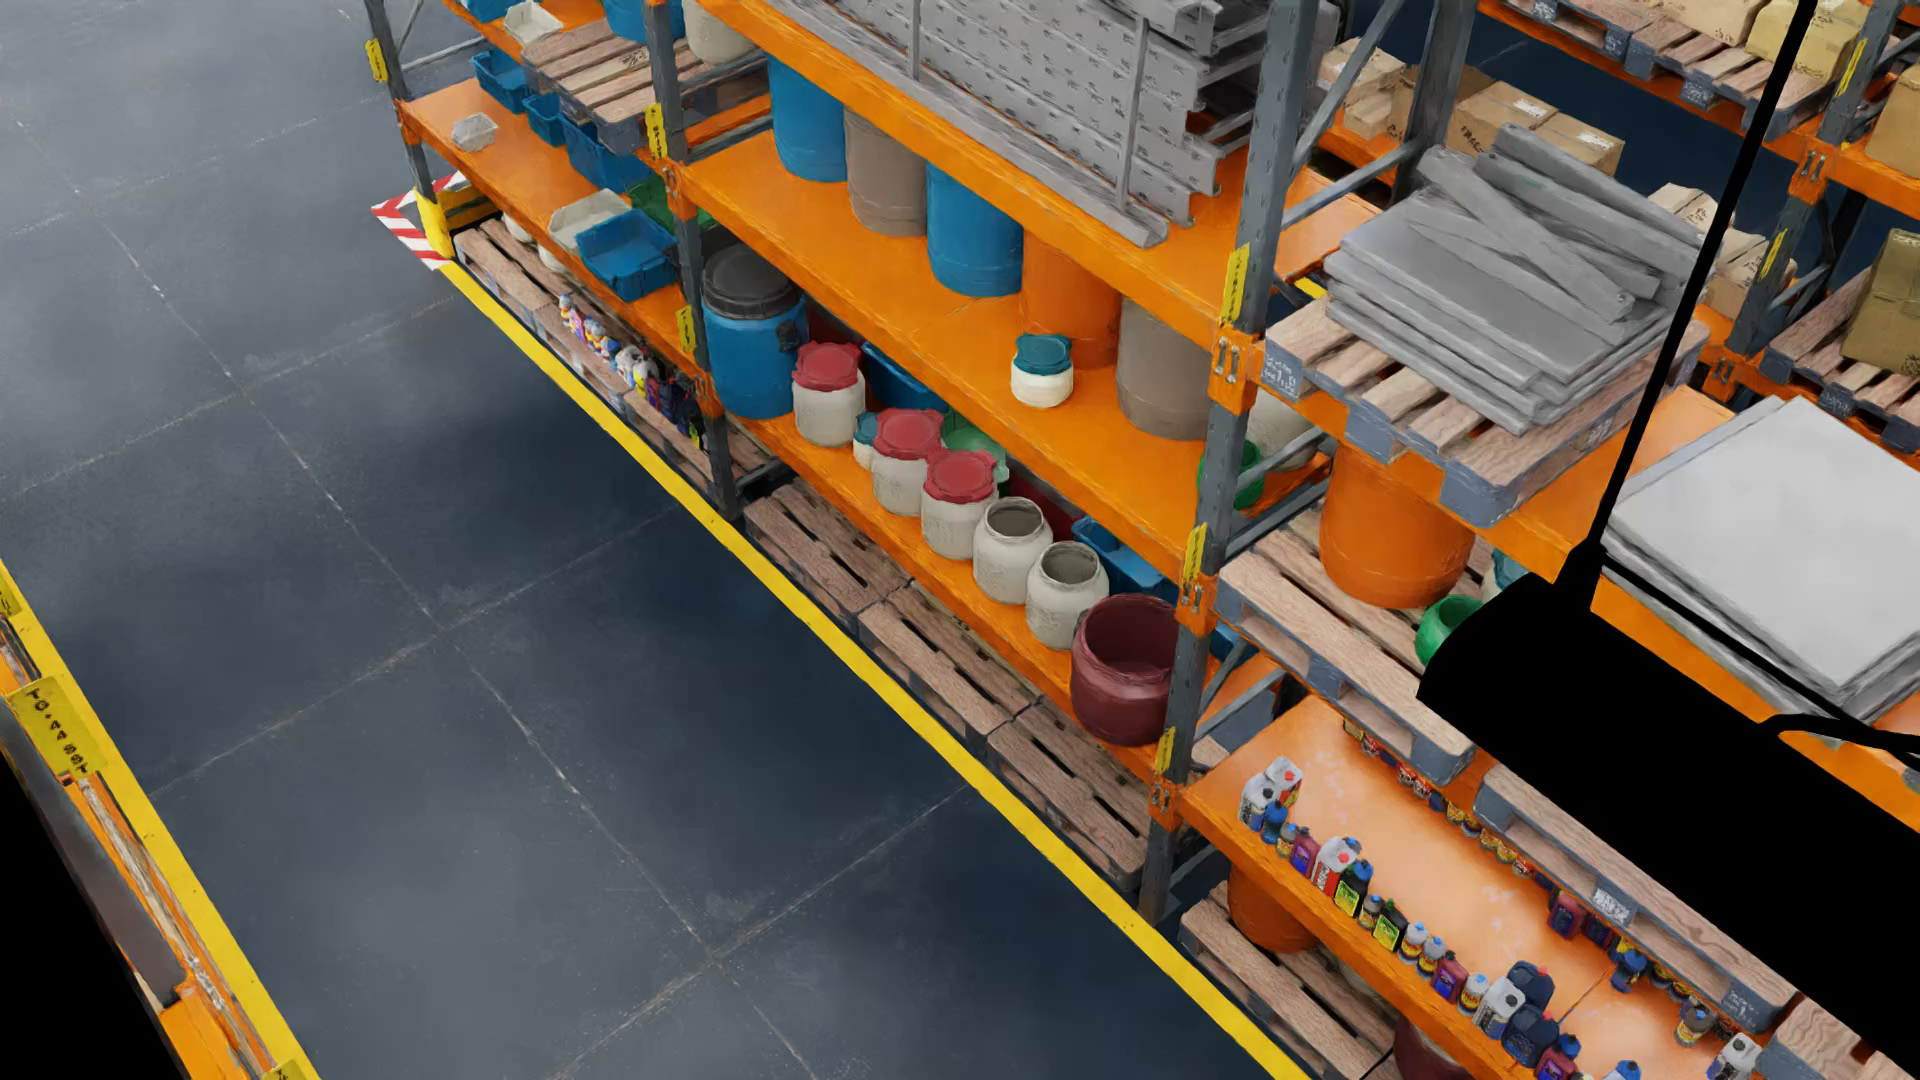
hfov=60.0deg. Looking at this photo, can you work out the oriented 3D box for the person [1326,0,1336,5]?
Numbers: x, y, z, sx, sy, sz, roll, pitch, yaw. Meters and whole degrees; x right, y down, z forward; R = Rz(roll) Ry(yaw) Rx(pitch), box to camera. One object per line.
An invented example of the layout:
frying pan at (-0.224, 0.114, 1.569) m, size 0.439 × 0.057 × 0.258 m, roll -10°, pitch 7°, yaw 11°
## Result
person at (3.134, -5.349, 14.865) m, size 0.904 × 1.712 × 0.735 m, roll 26°, pitch 52°, yaw 22°
